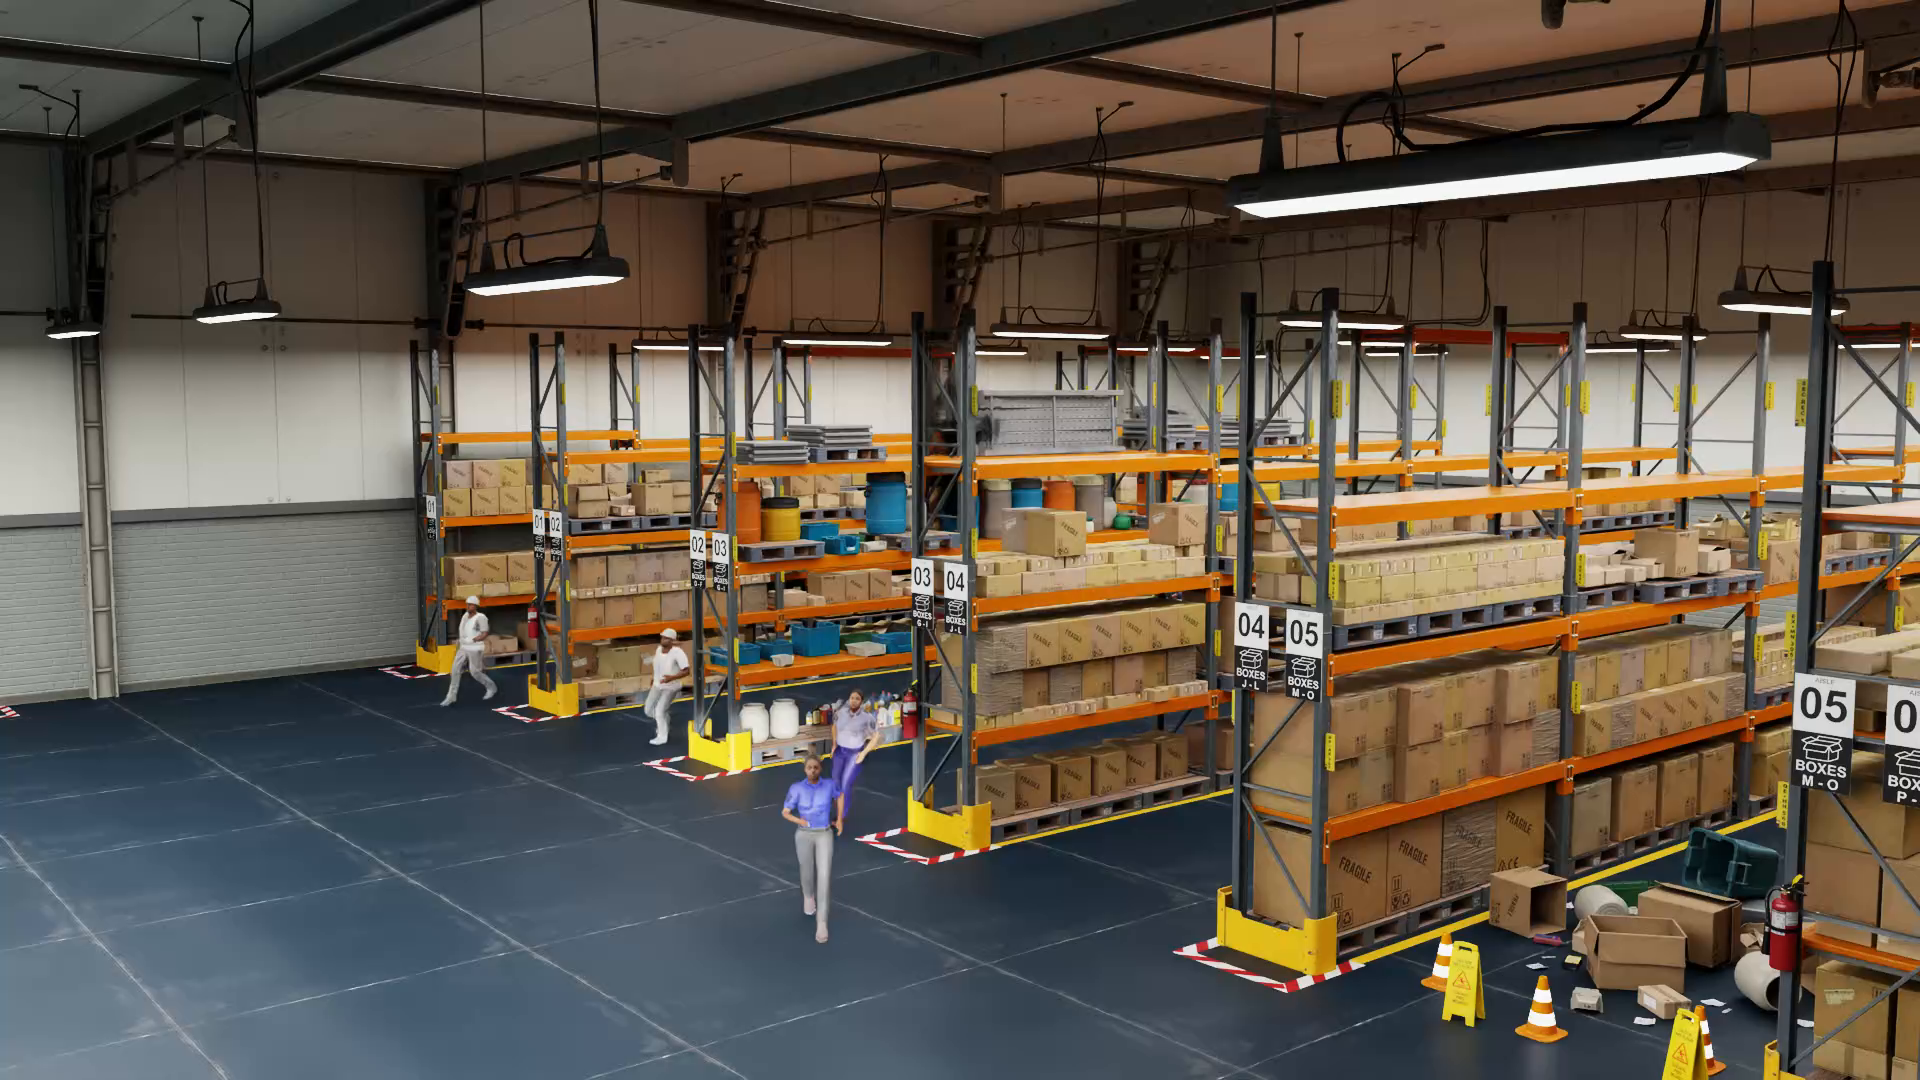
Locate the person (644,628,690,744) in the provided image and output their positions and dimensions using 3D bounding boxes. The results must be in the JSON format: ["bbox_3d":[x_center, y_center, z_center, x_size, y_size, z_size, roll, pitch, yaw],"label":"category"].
[{"bbox_3d":[-4.229,2.112,23.991,0.716,1.700,0.537,3,6,32],"label":"person"}]

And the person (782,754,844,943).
[{"bbox_3d":[-1.391,2.863,15.812,0.593,1.688,0.900,0,5,-5],"label":"person"}]

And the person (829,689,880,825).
[{"bbox_3d":[-1.266,2.549,19.718,0.672,1.595,0.580,2,6,19],"label":"person"}]

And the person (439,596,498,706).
[{"bbox_3d":[-7.958,1.782,26.992,0.712,1.758,0.967,4,7,39],"label":"person"}]
